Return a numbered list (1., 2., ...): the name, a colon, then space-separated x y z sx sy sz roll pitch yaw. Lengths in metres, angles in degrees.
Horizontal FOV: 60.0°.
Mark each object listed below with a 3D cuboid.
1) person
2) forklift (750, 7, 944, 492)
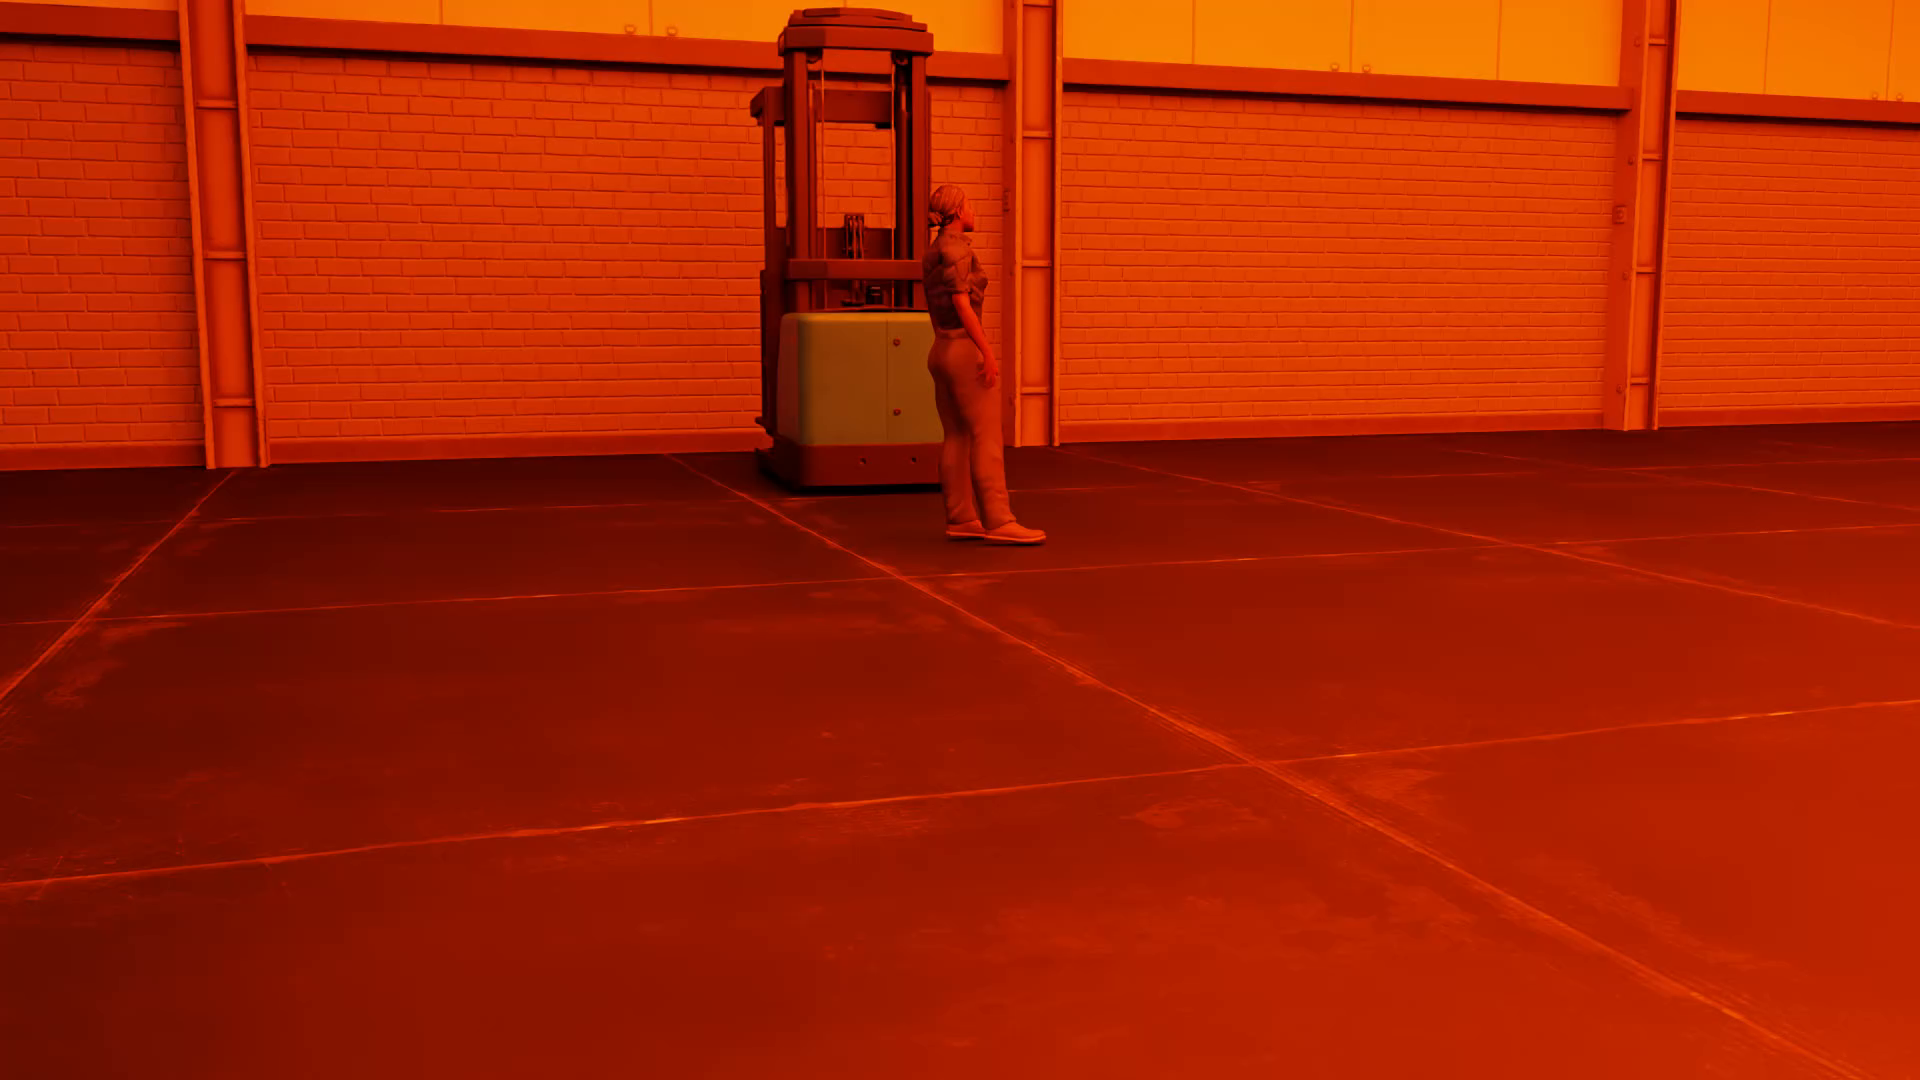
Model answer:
1. person: 0.090 -0.828 7.821 0.503 1.656 0.570 -3 8 -18
2. forklift: -0.786 -1.905 11.059 1.130 2.935 3.031 -2 8 -14
